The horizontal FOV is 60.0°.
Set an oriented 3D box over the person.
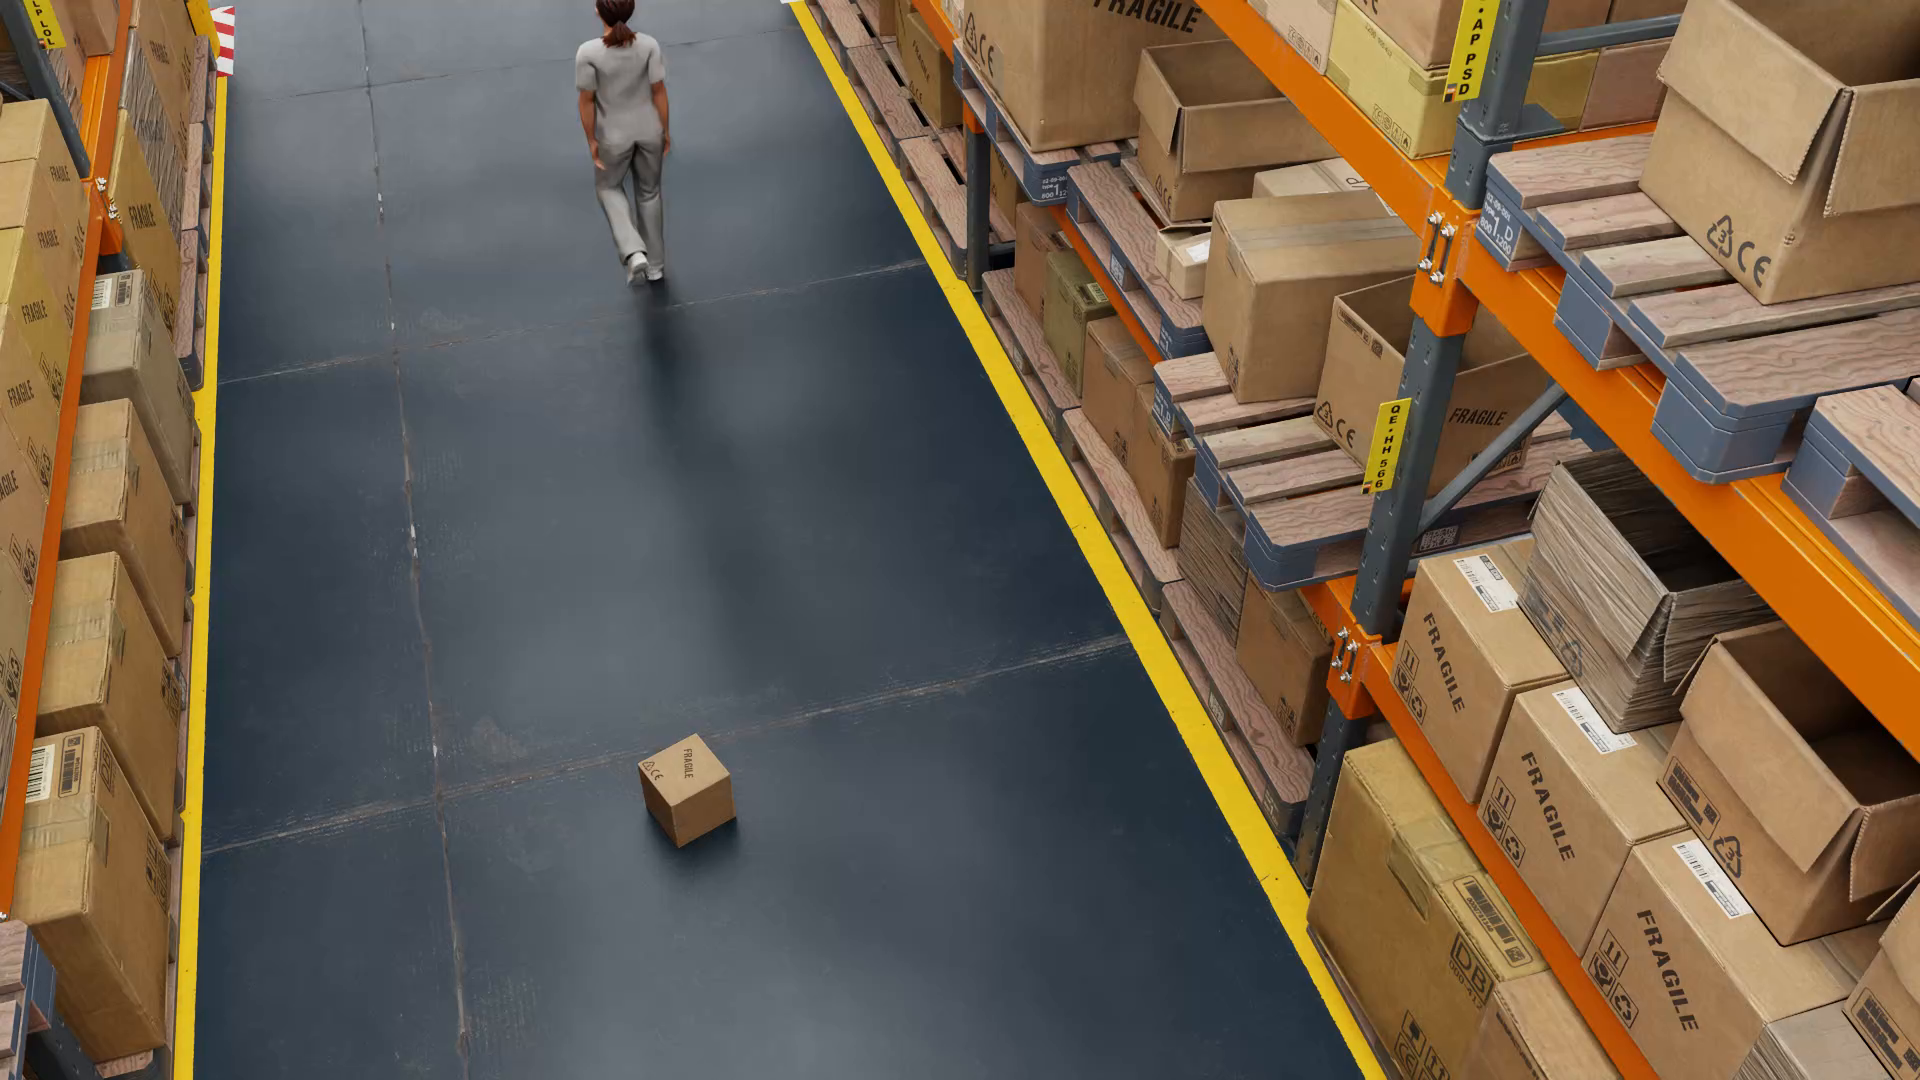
[{"bbox_3d":[-1.653,-1.995,8.335,0.444,1.637,0.566,-13,44,-14],"label":"person"}]
